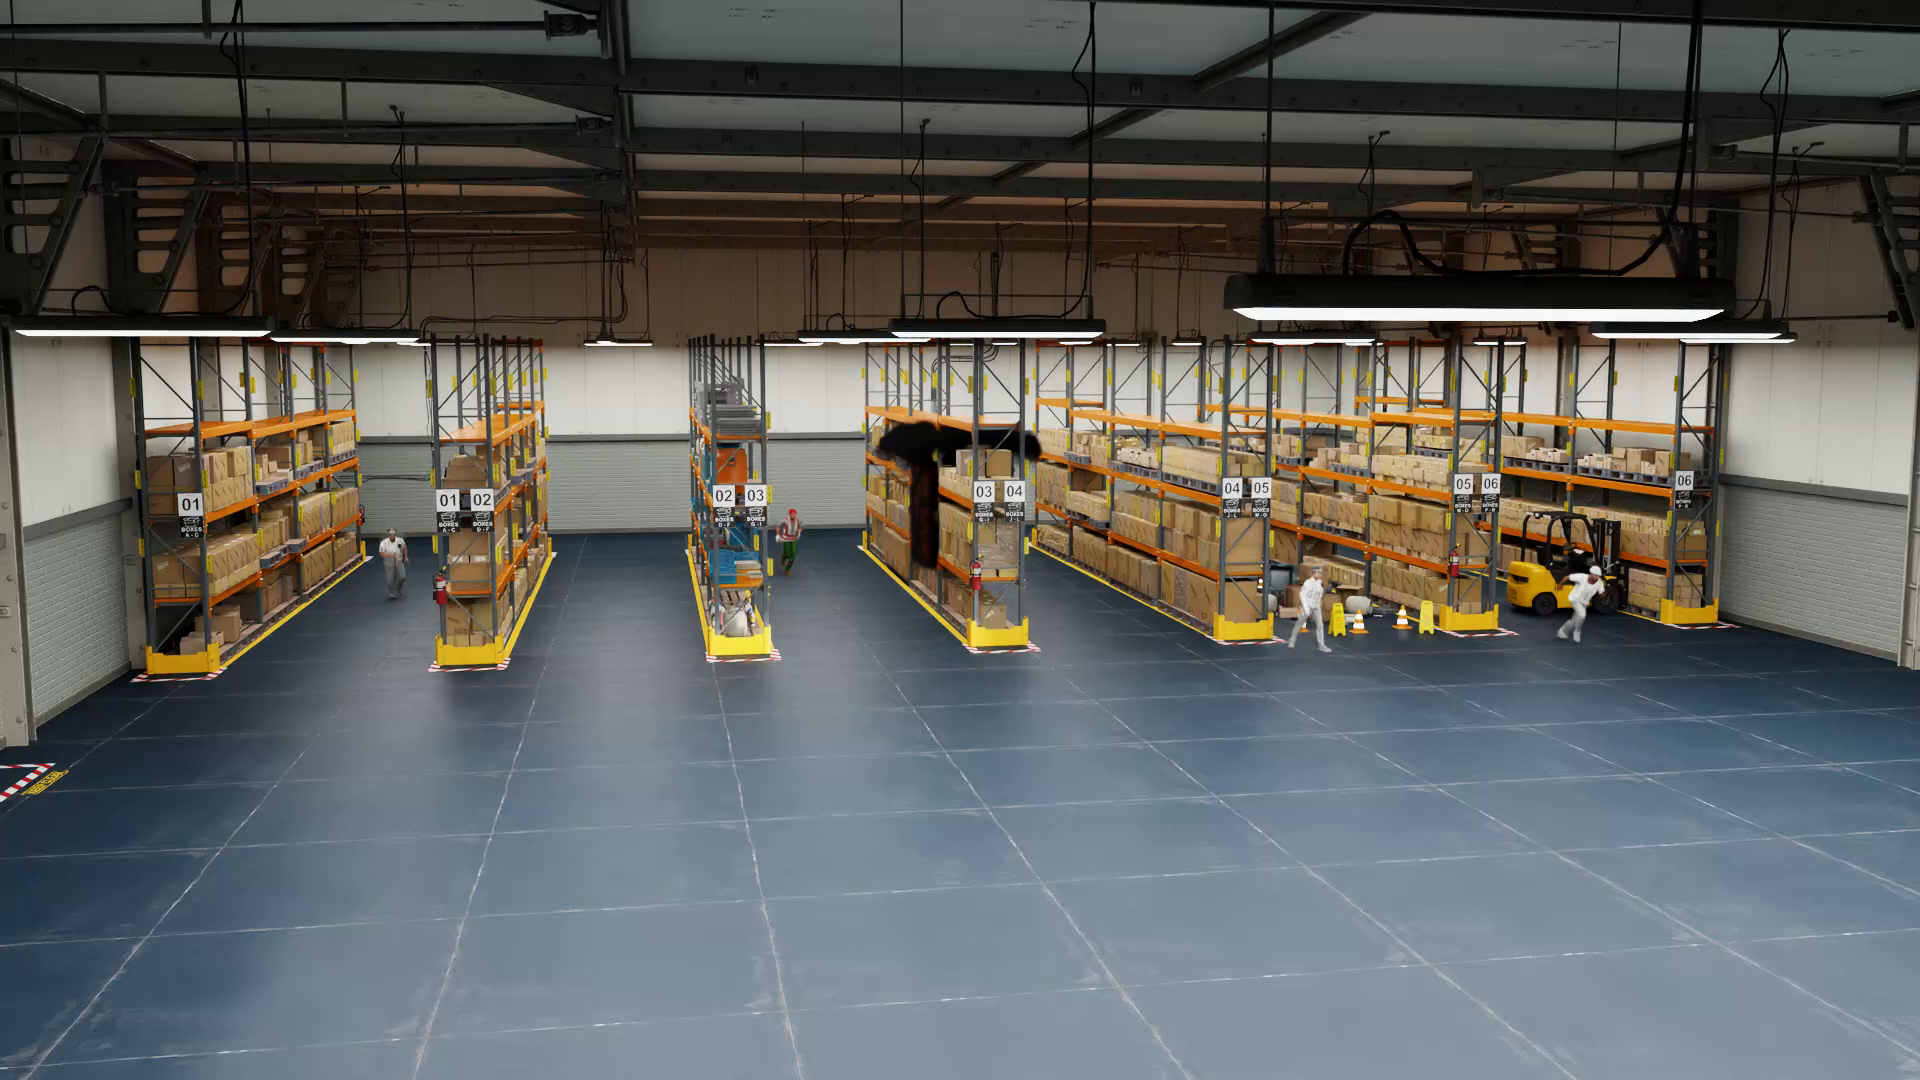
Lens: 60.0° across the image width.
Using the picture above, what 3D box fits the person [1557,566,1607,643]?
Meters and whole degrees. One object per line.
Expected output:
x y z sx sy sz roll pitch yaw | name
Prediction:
12.154 1.225 32.443 0.646 1.533 1.096 -2 7 -17 | person

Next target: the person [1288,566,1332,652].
6.642 1.274 31.450 0.598 1.611 0.957 -5 8 -36 | person

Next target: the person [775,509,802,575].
-4.358 0.036 42.423 0.657 1.708 0.767 -4 8 -31 | person

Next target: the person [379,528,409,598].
-12.952 0.528 38.083 0.682 1.655 0.911 -3 7 -28 | person
